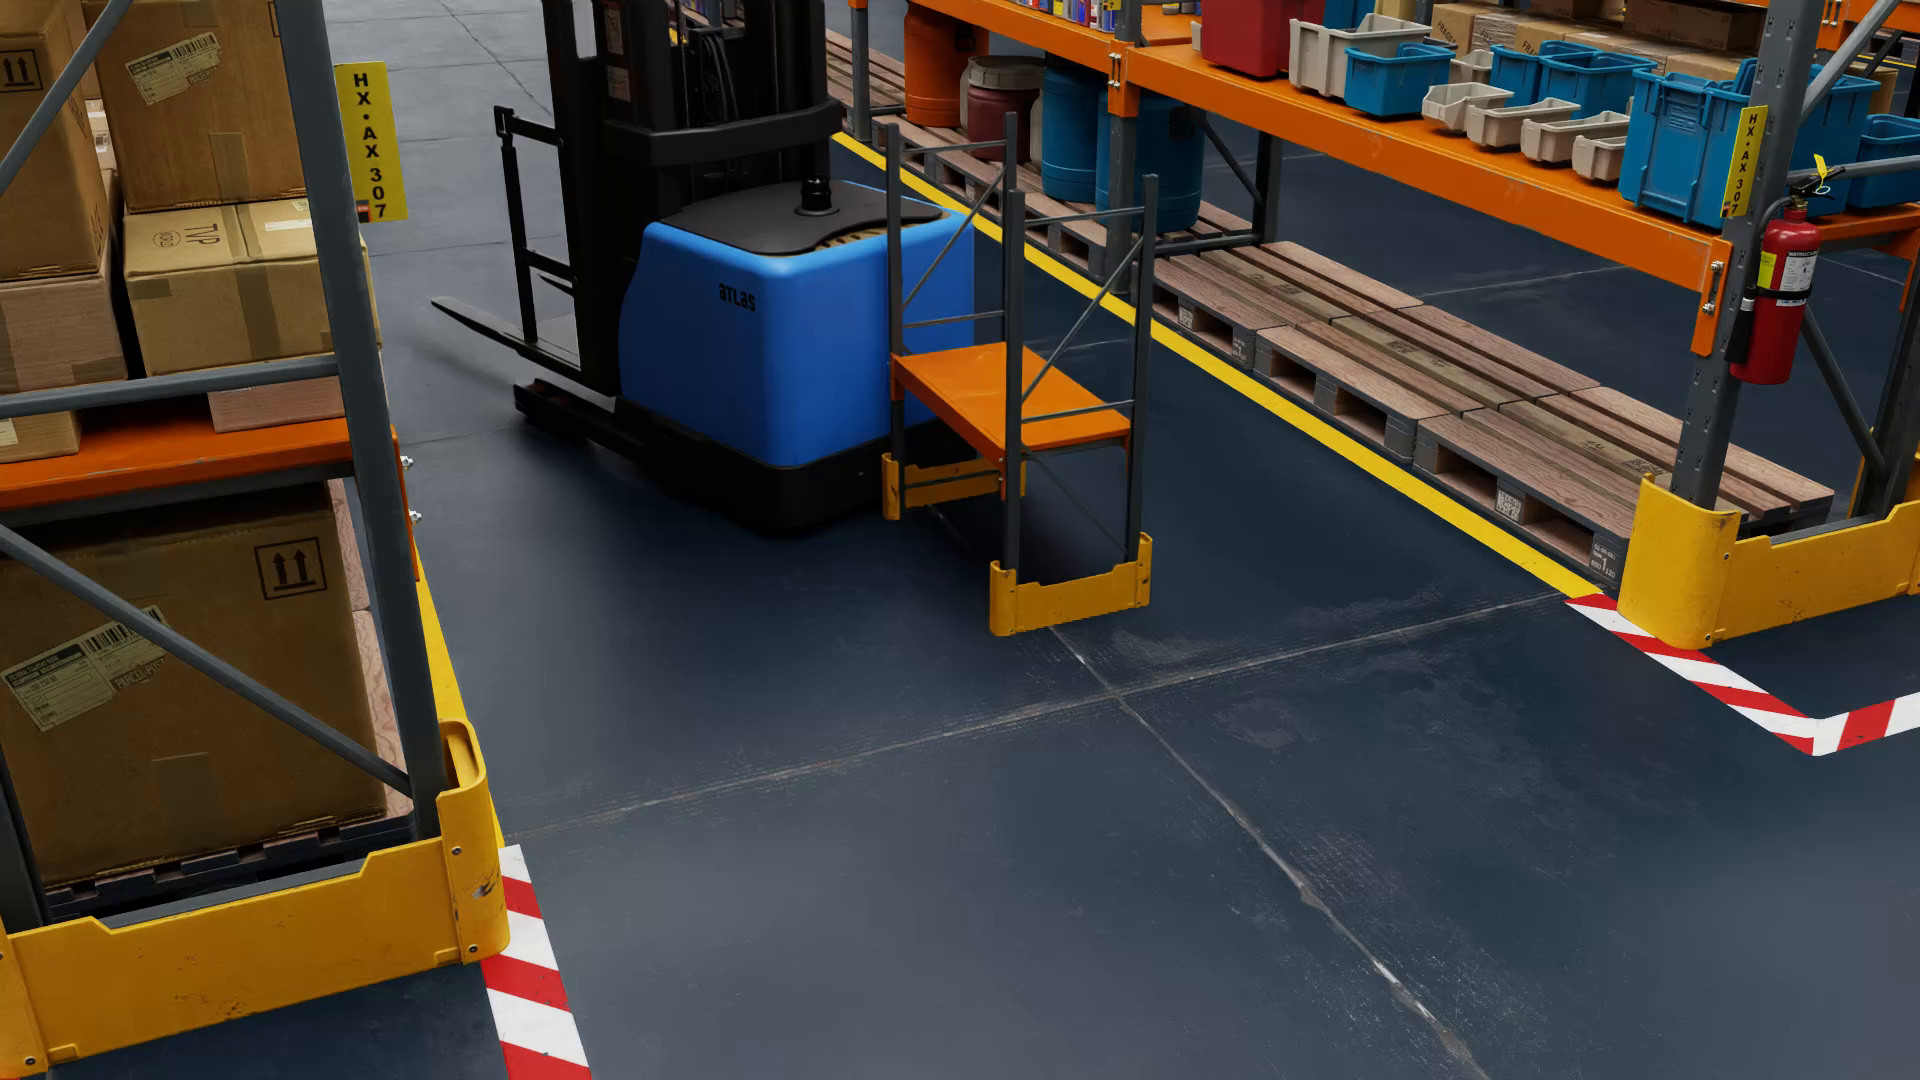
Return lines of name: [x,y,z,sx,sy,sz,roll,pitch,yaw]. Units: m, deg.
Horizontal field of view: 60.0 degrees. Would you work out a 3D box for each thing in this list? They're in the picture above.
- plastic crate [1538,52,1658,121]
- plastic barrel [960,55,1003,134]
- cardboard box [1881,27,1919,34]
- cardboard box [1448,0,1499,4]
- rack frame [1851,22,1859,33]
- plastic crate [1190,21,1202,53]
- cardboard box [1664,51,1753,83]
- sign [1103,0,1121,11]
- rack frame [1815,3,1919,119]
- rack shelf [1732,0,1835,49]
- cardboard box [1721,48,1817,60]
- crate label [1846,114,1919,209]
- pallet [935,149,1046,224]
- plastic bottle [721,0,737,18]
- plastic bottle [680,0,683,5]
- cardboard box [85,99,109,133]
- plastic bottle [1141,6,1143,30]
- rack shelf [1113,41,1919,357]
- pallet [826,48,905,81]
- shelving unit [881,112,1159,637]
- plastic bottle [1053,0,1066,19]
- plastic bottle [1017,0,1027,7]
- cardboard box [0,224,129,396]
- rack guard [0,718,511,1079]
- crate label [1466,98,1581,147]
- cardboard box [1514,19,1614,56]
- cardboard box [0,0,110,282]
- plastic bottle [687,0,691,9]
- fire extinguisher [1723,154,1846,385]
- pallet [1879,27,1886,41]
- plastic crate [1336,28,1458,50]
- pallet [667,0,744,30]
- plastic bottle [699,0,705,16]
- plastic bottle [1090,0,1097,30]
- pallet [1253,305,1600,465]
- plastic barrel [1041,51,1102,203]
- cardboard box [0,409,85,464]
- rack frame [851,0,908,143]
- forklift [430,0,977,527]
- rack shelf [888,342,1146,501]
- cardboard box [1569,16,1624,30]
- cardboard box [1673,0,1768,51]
plastic crate: [2.522,-1.790,6.620,0.416,0.233,0.300,-11,28,-21]
plastic barrel: [0.209,-3.044,11.422,0.421,0.512,0.421,0,26,0]
cardboard box: [8.982,-4.986,15.014,0.750,0.750,0.750,-11,28,-21]
cardboard box: [4.323,-4.697,14.467,0.500,0.311,0.500,-10,28,-19]
rack frame: [8.815,-6.083,15.289,1.000,3.000,0.127,-11,28,-21]
plastic crate: [1.316,-2.462,8.105,0.396,0.136,0.243,-11,28,-21]
cardboard box: [5.182,-3.041,11.406,0.500,0.500,0.500,-10,28,-20]
sign: [0.758,-2.796,8.243,0.100,0.325,0.005,-11,28,-21]
rack frame: [5.824,-3.615,10.235,1.000,3.000,0.127,-11,28,-21]
rack shelf: [5.041,-4.099,12.047,1.077,0.370,4.000,-11,28,-21]
cardboard box: [5.640,-3.140,11.610,0.500,0.500,0.500,-10,28,-20]
crate label: [3.038,-1.259,5.532,0.416,0.233,0.303,-11,28,-21]
pallet: [0.520,-2.324,10.770,1.003,0.211,1.213,-11,28,-21]
plastic bottle: [-2.252,-5.238,16.077,0.144,0.351,0.185,-11,28,-21]
plastic bottle: [-2.799,-5.546,16.878,0.097,0.201,0.097,0,26,0]
cardboard box: [-2.765,-1.136,4.990,0.500,0.250,0.500,-11,28,-21]
plastic bottle: [0.921,-2.809,8.810,0.097,0.201,0.097,0,26,0]
rack shelf: [2.048,-1.635,7.000,1.077,0.370,4.000,-11,28,-21]
pallet: [-1.043,-3.938,14.076,1.003,0.211,1.213,-11,28,-21]
shelving unit: [0.179,-0.612,5.794,0.587,1.500,1.083,-11,28,-21]
plastic bottle: [0.604,-3.058,9.151,0.144,0.351,0.185,-11,28,-21]
plastic bottle: [0.420,-3.219,9.565,0.152,0.276,0.135,-11,28,-21]
cardboard box: [-2.160,-0.516,3.720,0.500,0.250,0.500,-11,28,-21]
rack guard: [-1.716,0.833,3.974,1.175,0.500,0.348,-11,28,-21]
crate label: [2.114,-1.585,6.310,0.396,0.136,0.243,-11,28,-21]
cardboard box: [4.575,-3.658,12.670,0.500,0.500,0.500,-11,28,-21]
cardboard box: [-2.158,-0.855,3.558,0.500,0.500,0.500,-10,28,-20]
plastic bottle: [-2.647,-5.454,16.604,0.152,0.276,0.135,-10,28,-20]
fire extinguisher: [2.473,-0.809,5.002,0.296,0.674,0.183,-11,28,-21]
pallet: [8.510,-5.145,16.548,1.003,0.211,1.213,-11,28,-21]
plastic crate: [1.951,-2.263,7.712,0.437,0.125,0.590,-11,28,-21]
pallet: [-2.574,-5.514,17.302,1.003,0.211,1.213,-11,28,-21]
plastic bottle: [-2.460,-5.290,16.184,0.144,0.351,0.185,-12,29,-23]
plastic bottle: [0.743,-2.822,8.837,0.097,0.201,0.097,0,26,0]
pallet: [2.071,-0.729,7.503,1.003,0.211,1.213,-11,28,-21]
plastic barrel: [0.791,-2.520,9.905,0.600,0.901,0.708,-11,28,-21]
cardboard box: [-2.168,-0.274,3.679,0.380,0.149,0.250,-10,28,-20]
rack frame: [-0.301,-4.380,11.803,1.000,3.000,0.127,-11,28,-21]
forklift: [-1.312,-1.918,6.838,1.130,2.935,3.031,-23,34,-38]
rack shelf: [0.176,-0.454,5.881,0.538,0.185,1.000,-11,28,-21]
cardboard box: [5.043,-3.758,12.876,0.500,0.500,0.500,-12,28,-22]
cardboard box: [5.468,-3.667,11.835,0.500,0.250,0.500,-11,28,-20]
